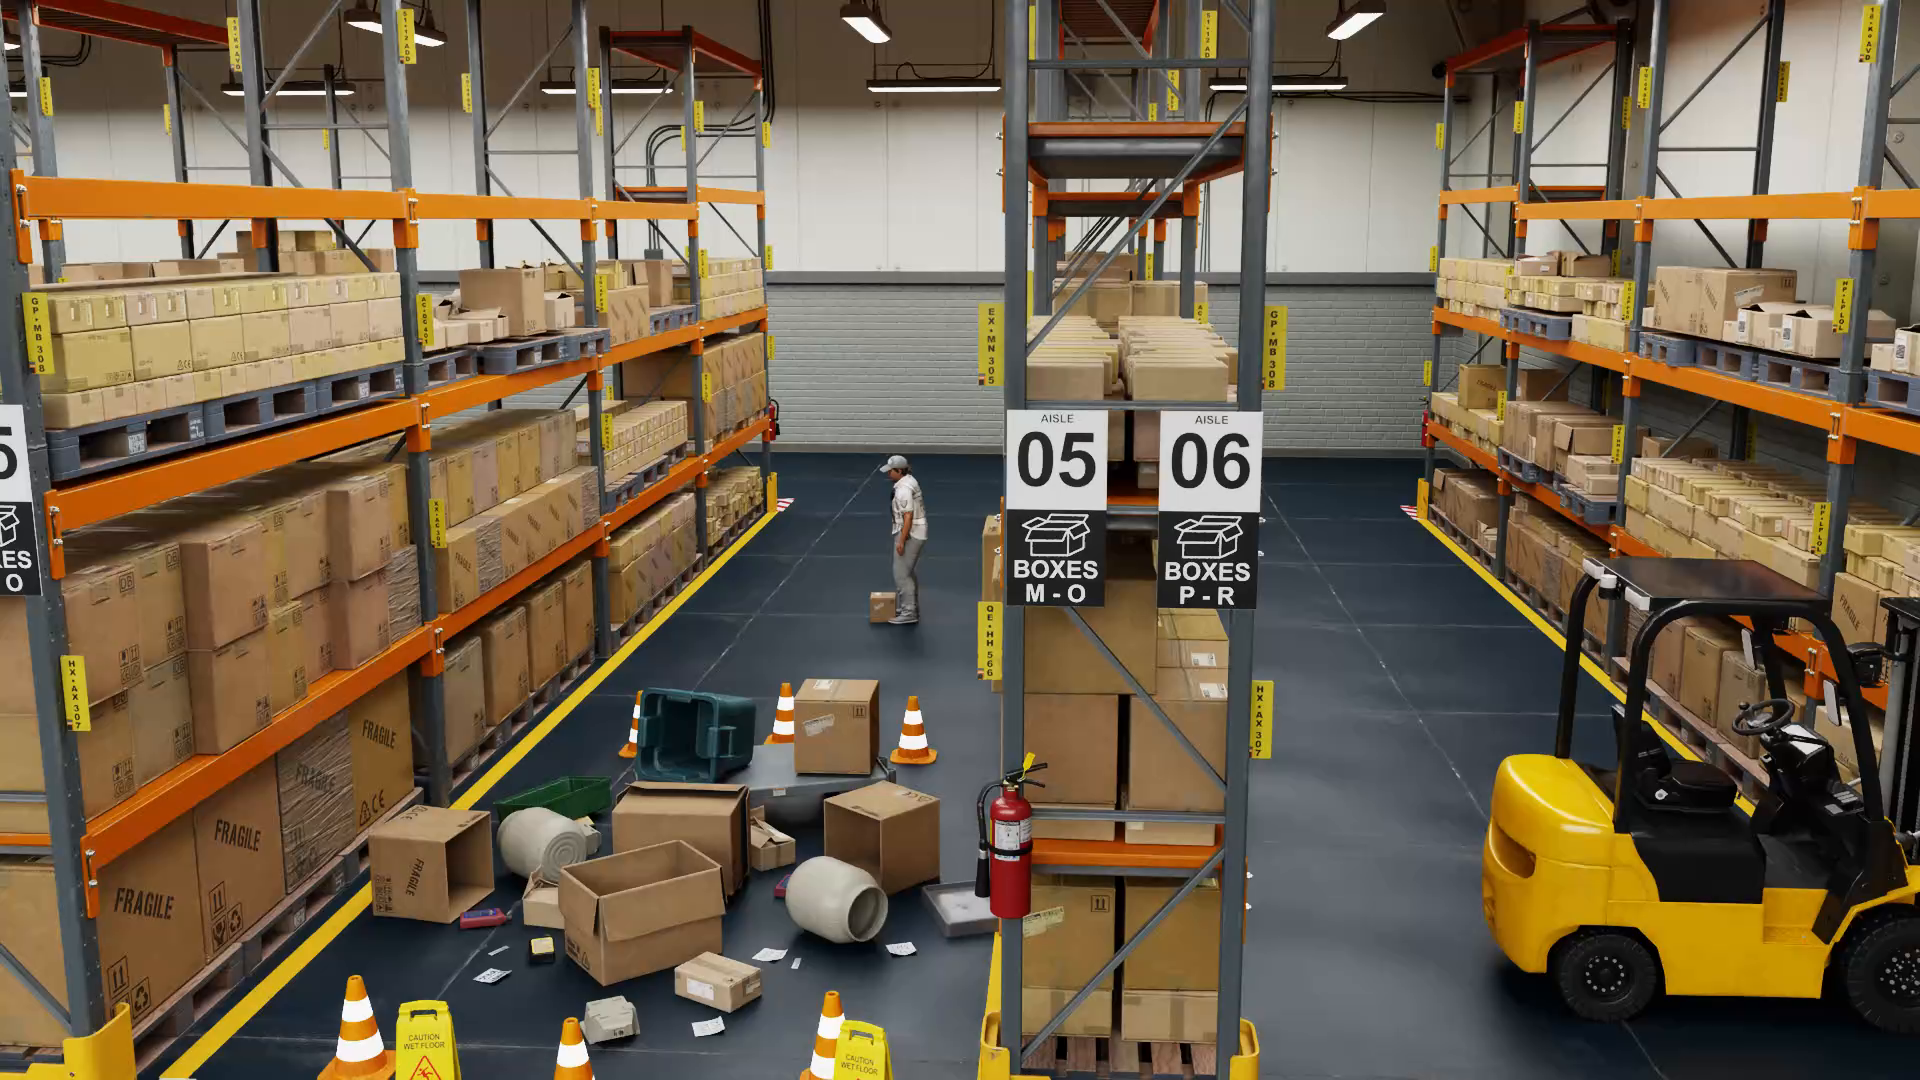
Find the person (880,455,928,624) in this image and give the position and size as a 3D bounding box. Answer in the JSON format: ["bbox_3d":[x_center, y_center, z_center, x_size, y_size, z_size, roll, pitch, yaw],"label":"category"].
[{"bbox_3d":[-0.552,-0.018,16.506,0.473,1.666,0.547,1,11,3],"label":"person"}]
